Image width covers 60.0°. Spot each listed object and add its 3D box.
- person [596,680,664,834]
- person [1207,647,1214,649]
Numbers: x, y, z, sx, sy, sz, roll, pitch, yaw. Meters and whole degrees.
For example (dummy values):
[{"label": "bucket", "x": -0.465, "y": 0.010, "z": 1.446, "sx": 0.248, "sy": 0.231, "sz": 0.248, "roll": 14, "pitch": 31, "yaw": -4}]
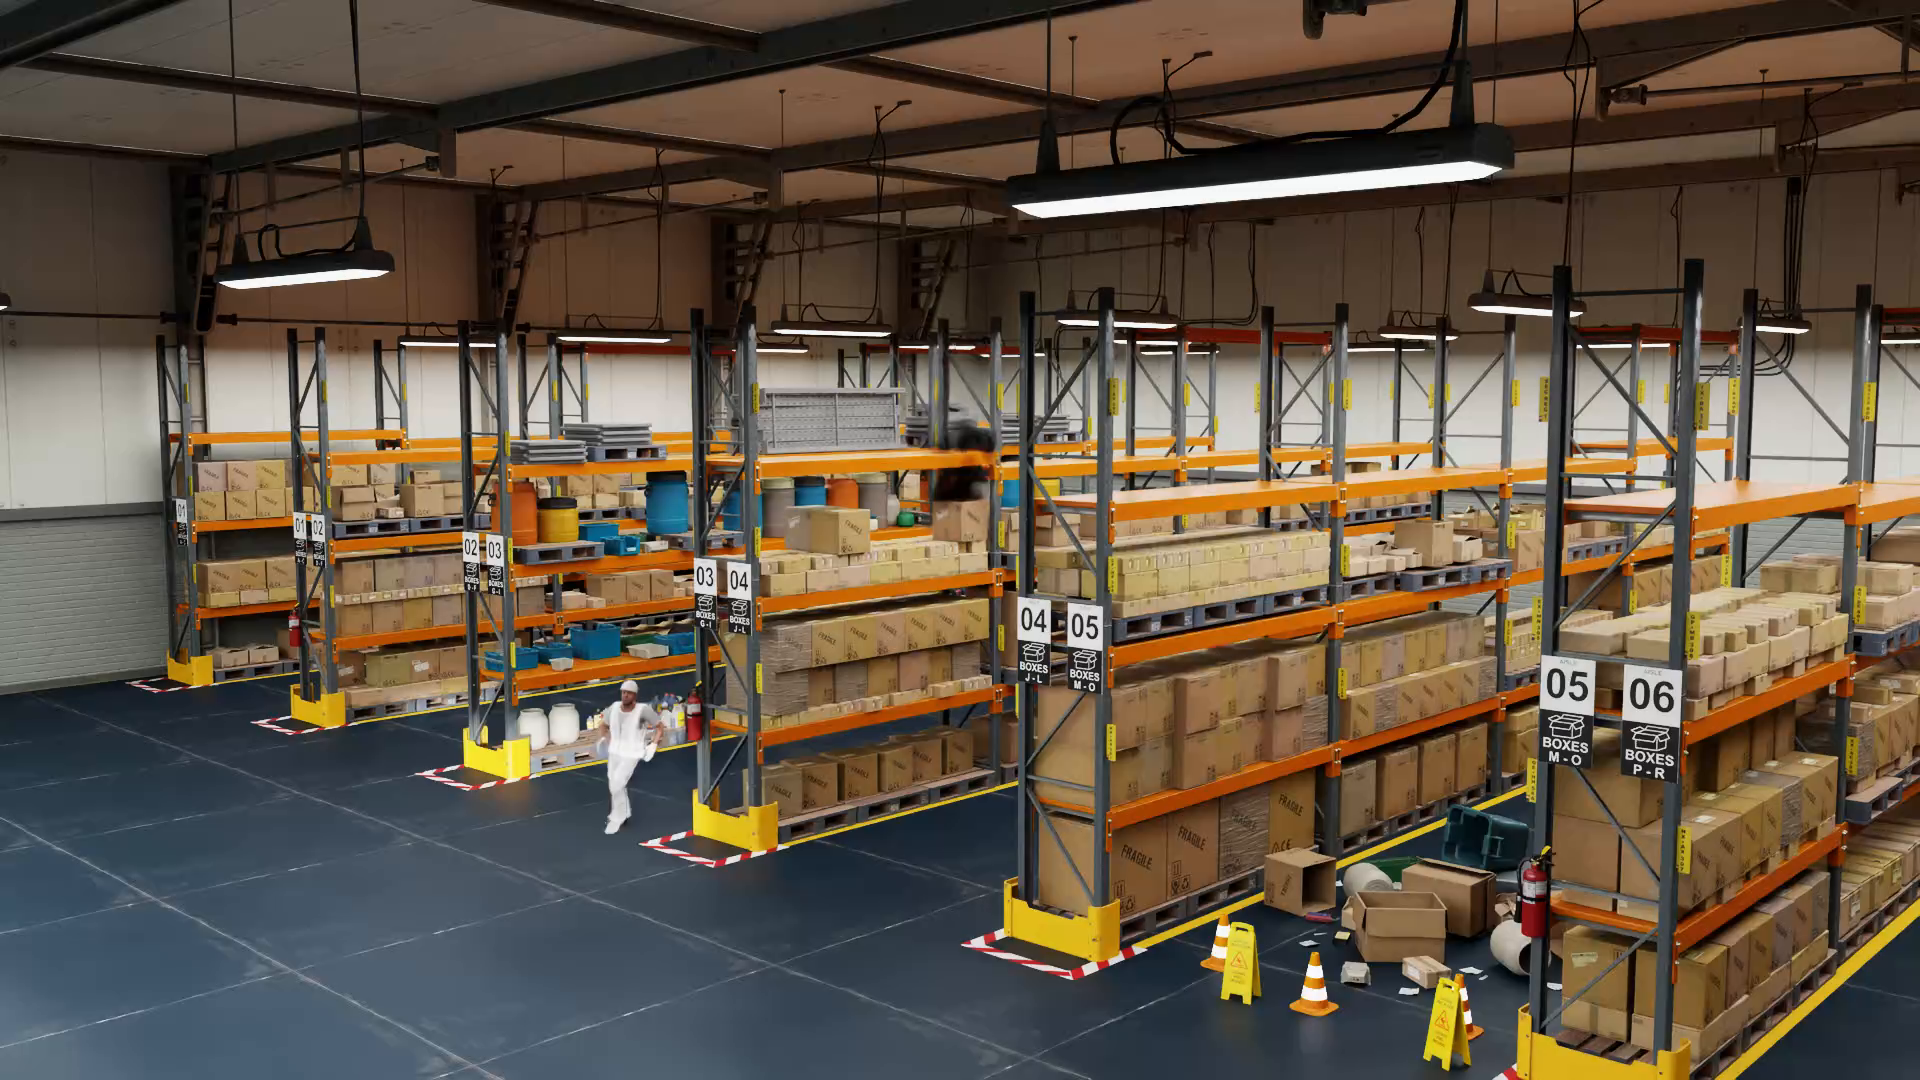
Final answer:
[{"label": "person", "x": -3.850, "y": 2.505, "z": 19.206, "sx": 0.744, "sy": 1.804, "sz": 0.662, "roll": 3, "pitch": 6, "yaw": 26}, {"label": "person", "x": 3.020, "y": 2.133, "z": 20.226, "sx": 0.671, "sy": 1.743, "sz": 0.596, "roll": 4, "pitch": 7, "yaw": 39}]
